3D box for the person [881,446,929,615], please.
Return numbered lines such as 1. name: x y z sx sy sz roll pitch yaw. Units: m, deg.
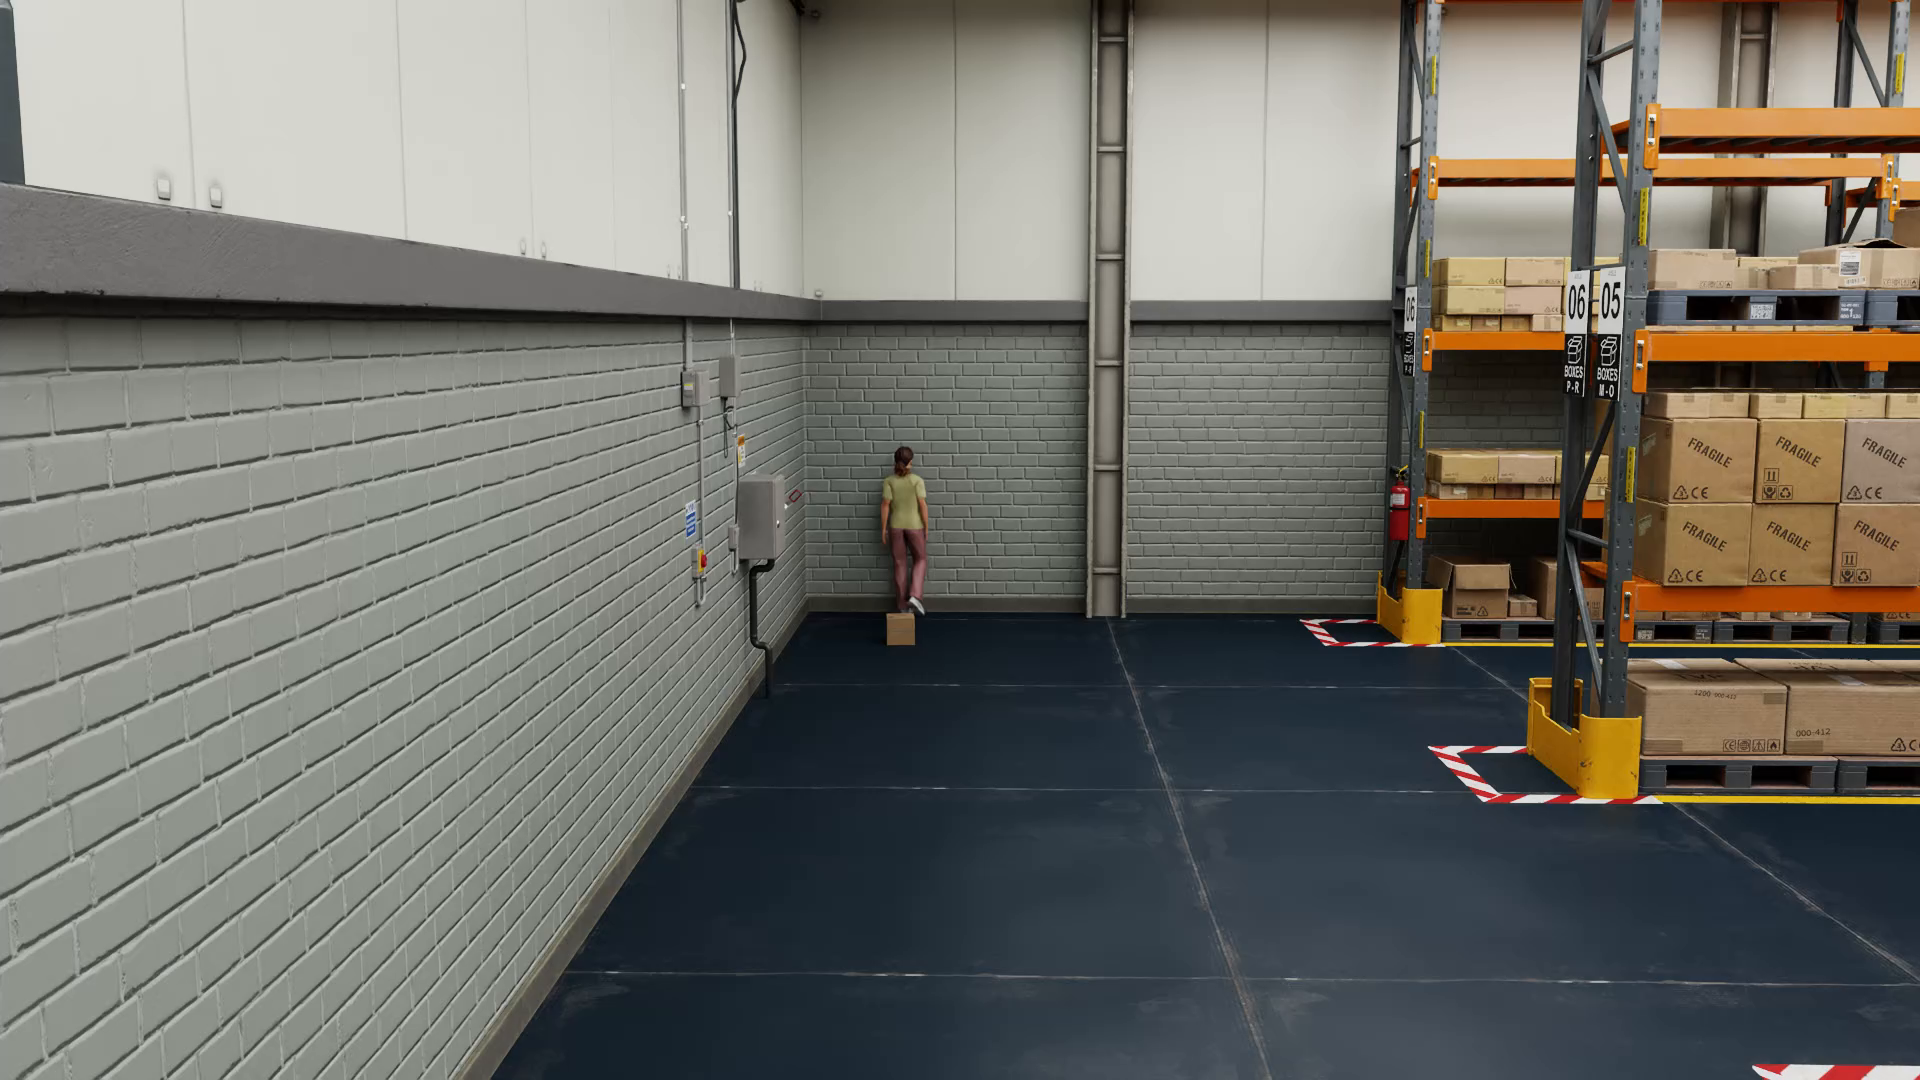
1. person: -0.538 -0.084 16.377 0.463 1.682 0.413 1 7 6
